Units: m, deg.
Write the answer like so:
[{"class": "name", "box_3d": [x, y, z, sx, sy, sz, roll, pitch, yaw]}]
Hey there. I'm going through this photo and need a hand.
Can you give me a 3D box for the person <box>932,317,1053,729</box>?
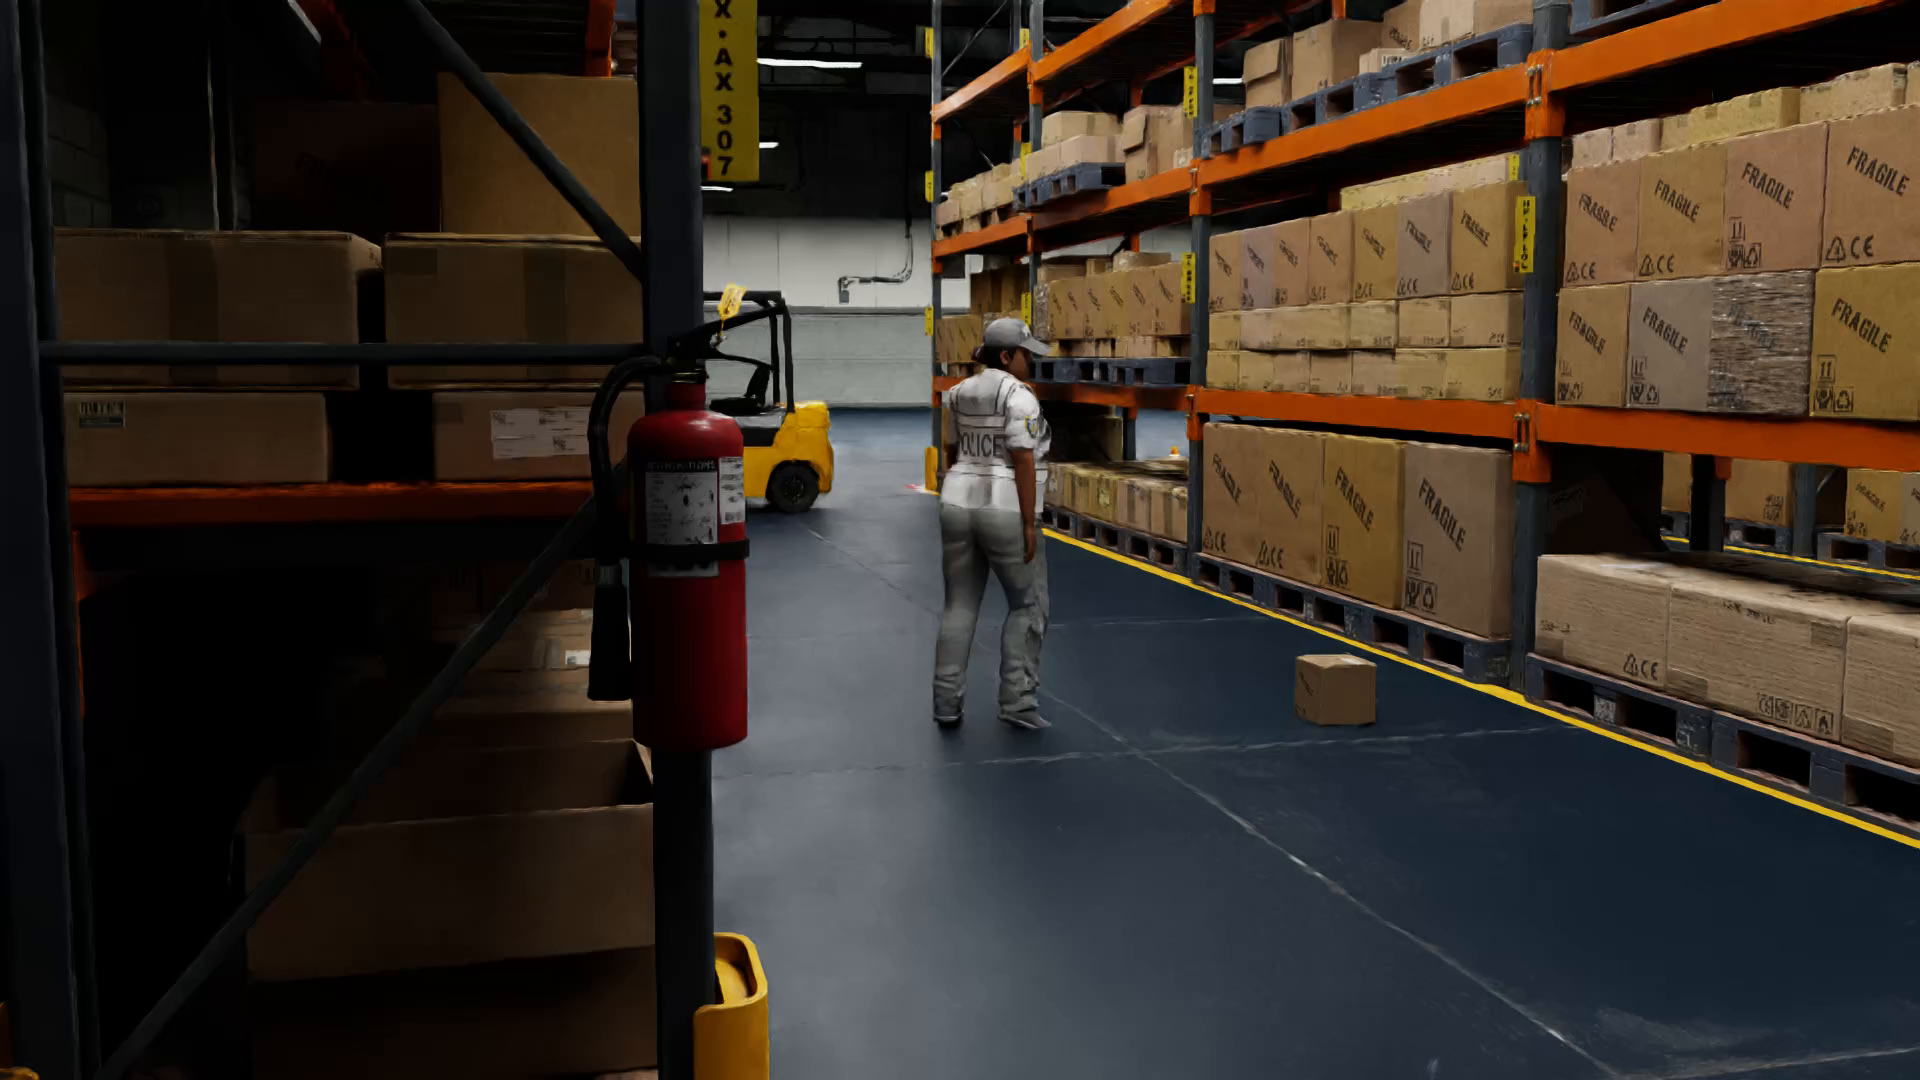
[{"class": "person", "box_3d": [0.129, -0.042, 6.791, 0.519, 1.724, 0.451, 5, 8, 39]}]
